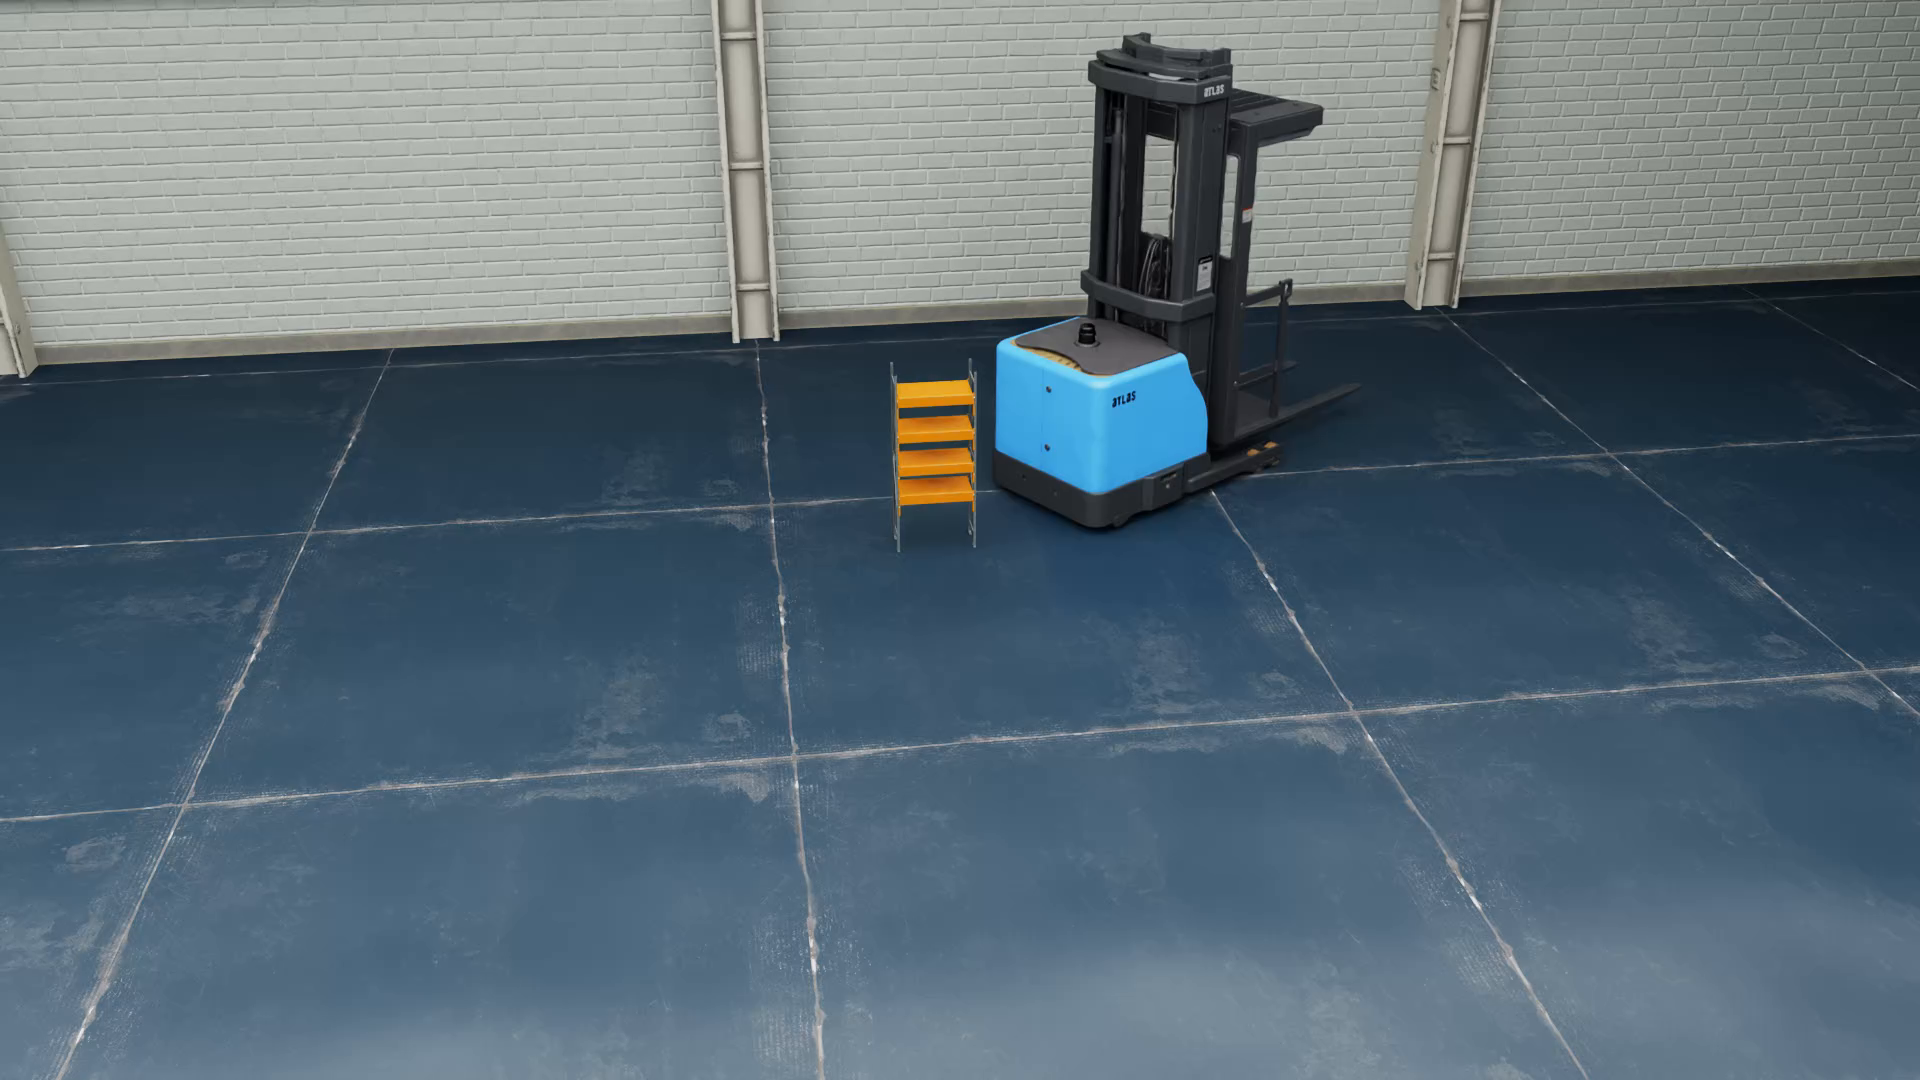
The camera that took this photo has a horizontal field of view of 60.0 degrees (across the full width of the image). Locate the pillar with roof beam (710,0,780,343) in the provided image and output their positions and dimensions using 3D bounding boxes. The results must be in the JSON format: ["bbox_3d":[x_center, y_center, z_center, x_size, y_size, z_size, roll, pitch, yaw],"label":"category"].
[{"bbox_3d":[-1.135,-3.796,8.291,0.400,9.000,9.100,-4,27,-7],"label":"pillar with roof beam"}]

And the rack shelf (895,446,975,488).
[{"bbox_3d":[-0.164,-0.463,10.486,0.480,0.148,0.258,-4,27,-7],"label":"rack shelf"}]

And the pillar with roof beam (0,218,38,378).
[{"bbox_3d":[-7.076,-3.415,7.548,0.400,9.000,9.100,-4,27,-7],"label":"pillar with roof beam"}]

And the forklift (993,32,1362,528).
[{"bbox_3d":[1.669,-1.933,11.307,3.031,2.935,1.130,-22,34,-36],"label":"forklift"}]

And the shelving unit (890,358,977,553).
[{"bbox_3d":[-0.164,-0.523,10.456,0.503,1.200,0.258,-4,27,-7],"label":"shelving unit"}]

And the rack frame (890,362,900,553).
[{"bbox_3d":[-0.406,-0.508,10.425,0.015,1.200,0.240,-4,27,-7],"label":"rack frame"}]

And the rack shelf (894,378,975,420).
[{"bbox_3d":[-0.164,-0.873,10.276,0.480,0.148,0.258,-4,27,-7],"label":"rack shelf"}]

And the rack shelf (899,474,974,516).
[{"bbox_3d":[-0.164,-0.287,10.577,0.480,0.148,0.258,-4,27,-7],"label":"rack shelf"}]

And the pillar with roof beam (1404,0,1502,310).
[{"bbox_3d":[4.807,-4.178,9.035,0.400,9.000,9.100,-4,27,-7],"label":"pillar with roof beam"}]

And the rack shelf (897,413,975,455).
[{"bbox_3d":[-0.164,-0.662,10.384,0.480,0.148,0.258,-4,27,-7],"label":"rack shelf"}]

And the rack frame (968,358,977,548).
[{"bbox_3d":[0.078,-0.539,10.486,0.015,1.200,0.240,-4,27,-7],"label":"rack frame"}]
